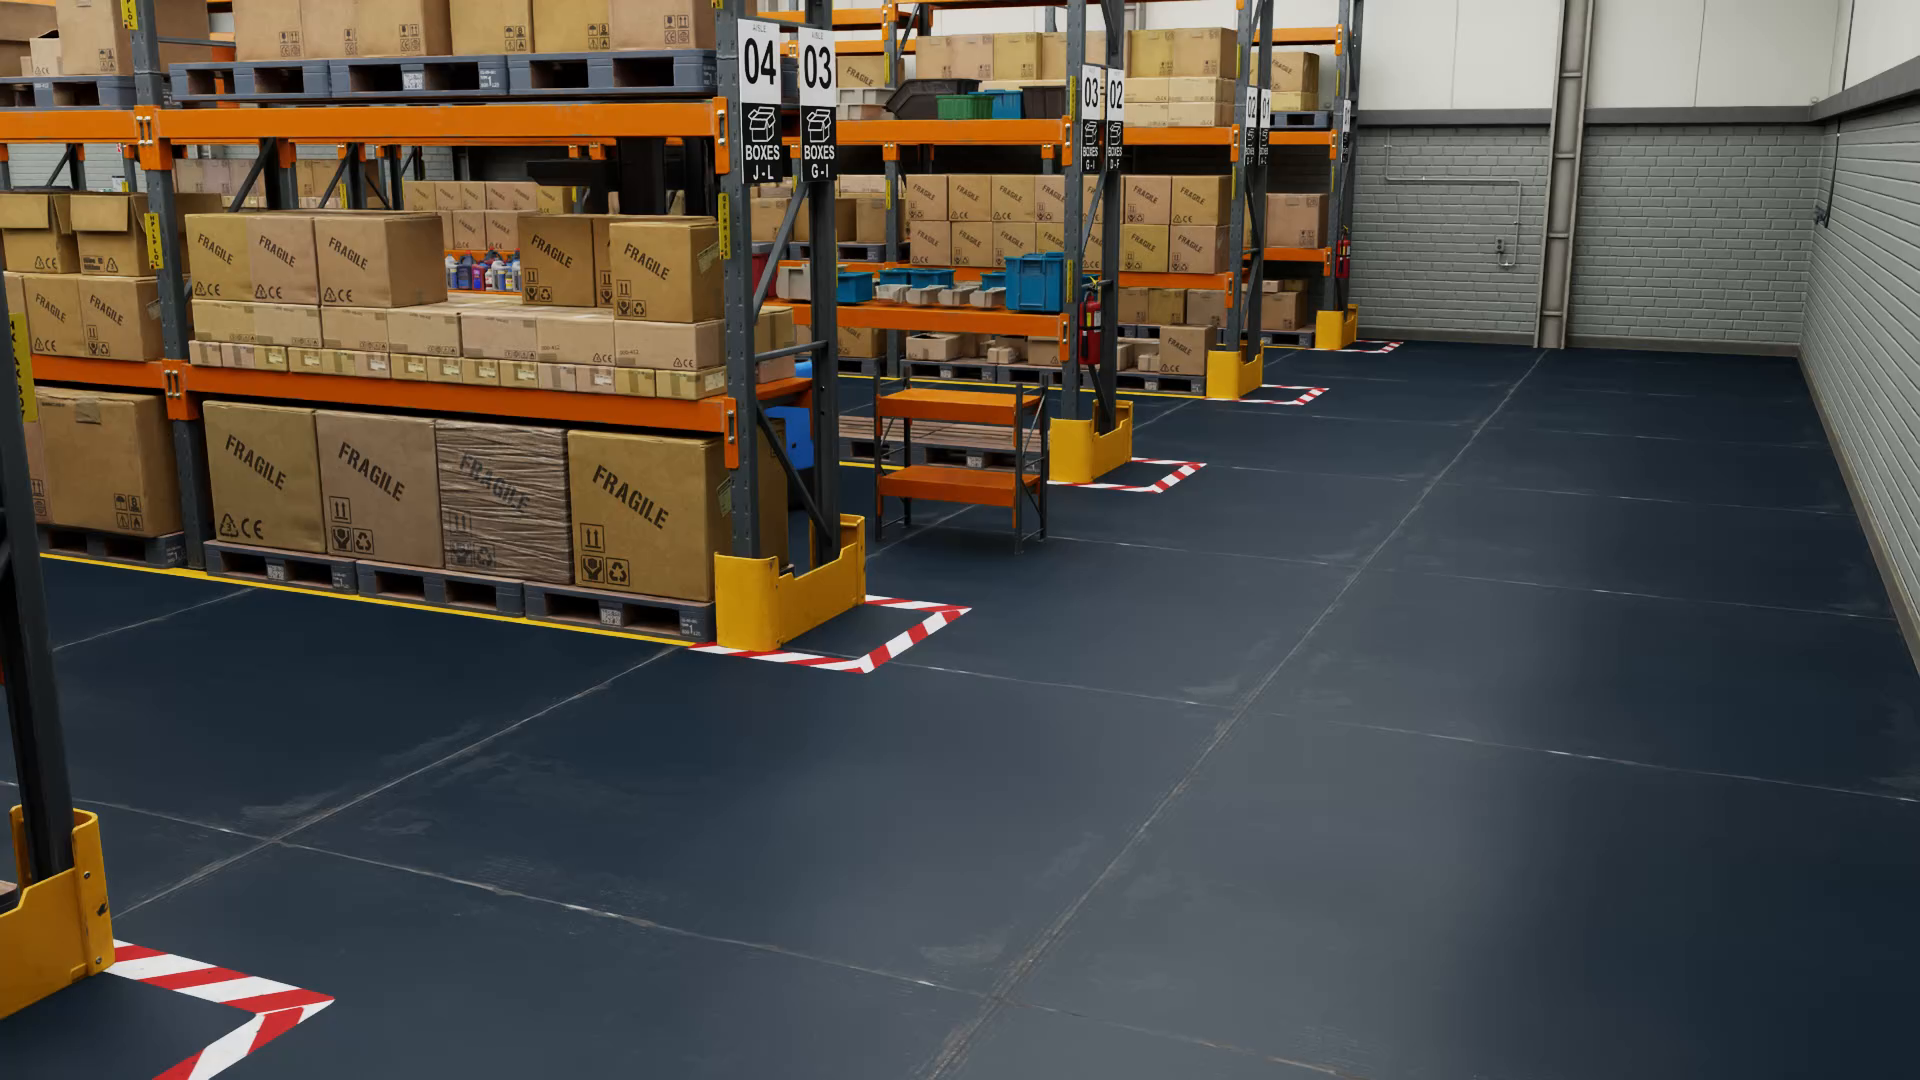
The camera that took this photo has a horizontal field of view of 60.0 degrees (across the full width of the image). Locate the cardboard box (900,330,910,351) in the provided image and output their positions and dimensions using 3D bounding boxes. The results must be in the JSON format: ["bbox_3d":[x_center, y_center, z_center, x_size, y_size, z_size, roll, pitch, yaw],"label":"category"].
[{"bbox_3d":[-0.931,-2.537,20.010,0.500,0.500,0.500,5,14,21],"label":"cardboard box"}]

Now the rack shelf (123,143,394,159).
[{"bbox_3d":[-9.731,-5.480,23.050,4.000,0.370,1.077,6,14,23],"label":"rack shelf"}]

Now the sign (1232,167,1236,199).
[{"bbox_3d":[2.826,-3.678,17.135,0.005,0.325,0.100,6,14,23],"label":"sign"}]

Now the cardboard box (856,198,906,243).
[{"bbox_3d":[-0.930,-3.788,19.694,0.500,0.500,0.700,1,13,4],"label":"cardboard box"}]

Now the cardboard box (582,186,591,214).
[{"bbox_3d":[-6.244,-5.608,27.233,0.500,0.500,0.500,5,14,22],"label":"cardboard box"}]

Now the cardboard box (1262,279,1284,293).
[{"bbox_3d":[4.201,-3.430,22.440,0.250,0.149,0.380,6,14,23],"label":"cardboard box"}]

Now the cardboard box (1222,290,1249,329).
[{"bbox_3d":[3.934,-3.187,22.823,0.500,0.500,0.700,6,14,23],"label":"cardboard box"}]

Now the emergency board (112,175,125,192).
[{"bbox_3d":[-16.296,-6.497,32.378,0.643,1.169,0.194,6,14,23],"label":"emergency board"}]

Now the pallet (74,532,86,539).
[{"bbox_3d":[-6.459,-0.186,11.586,1.213,0.211,1.003,6,14,23],"label":"pallet"}]

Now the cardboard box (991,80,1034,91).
[{"bbox_3d":[0.666,-4.884,18.169,0.500,0.250,0.500,6,14,23],"label":"cardboard box"}]

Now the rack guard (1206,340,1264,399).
[{"bbox_3d":[3.000,-1.864,18.105,0.348,0.500,1.175,6,14,23],"label":"rack guard"}]

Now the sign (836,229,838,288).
[{"bbox_3d":[-0.716,-1.581,9.357,0.005,0.325,0.100,6,14,23],"label":"sign"}]

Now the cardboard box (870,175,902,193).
[{"bbox_3d":[-0.981,-5.227,24.409,0.500,0.250,0.500,6,14,24],"label":"cardboard box"}]

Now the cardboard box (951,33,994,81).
[{"bbox_3d":[0.272,-5.327,18.418,0.500,0.500,0.700,6,14,23],"label":"cardboard box"}]

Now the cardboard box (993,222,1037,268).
[{"bbox_3d":[0.694,-3.295,18.514,0.500,0.500,0.500,6,14,23],"label":"cardboard box"}]

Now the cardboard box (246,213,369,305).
[{"bbox_3d":[-3.822,-1.668,9.831,0.500,0.500,0.500,6,14,23],"label":"cardboard box"}]

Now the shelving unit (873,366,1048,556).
[{"bbox_3d":[0.006,-0.547,11.124,1.048,1.125,0.538,6,14,23],"label":"shelving unit"}]

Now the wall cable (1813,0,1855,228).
[{"bbox_3d":[10.099,-4.920,19.322,0.112,2.526,3.097,6,14,23],"label":"wall cable"}]

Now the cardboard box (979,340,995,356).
[{"bbox_3d":[0.415,-2.255,19.576,0.250,0.149,0.380,6,14,23],"label":"cardboard box"}]

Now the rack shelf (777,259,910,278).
[{"bbox_3d":[-2.416,-3.279,20.238,4.000,0.370,1.077,6,14,23],"label":"rack shelf"}]

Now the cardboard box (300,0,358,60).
[{"bbox_3d":[-3.374,-3.027,9.666,0.500,0.500,0.700,7,15,26],"label":"cardboard box"}]

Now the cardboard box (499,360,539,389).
[{"bbox_3d":[-2.340,-0.941,9.251,0.250,0.149,0.380,5,14,22],"label":"cardboard box"}]

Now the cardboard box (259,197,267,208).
[{"bbox_3d":[-9.398,-4.647,22.855,0.250,0.149,0.380,6,15,25],"label":"cardboard box"}]

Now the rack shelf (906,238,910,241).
[{"bbox_3d":[-0.413,-4.314,24.649,4.000,0.370,1.077,6,14,23],"label":"rack shelf"}]

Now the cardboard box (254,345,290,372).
[{"bbox_3d":[-3.987,-1.108,9.960,0.250,0.149,0.380,6,15,25],"label":"cardboard box"}]

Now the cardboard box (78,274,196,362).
[{"bbox_3d":[-5.142,-1.410,10.481,0.500,0.500,0.500,6,14,23],"label":"cardboard box"}]

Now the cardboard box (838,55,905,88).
[{"bbox_3d":[-1.019,-5.268,19.218,0.600,0.600,0.600,4,14,18],"label":"cardboard box"}]

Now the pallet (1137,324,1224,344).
[{"bbox_3d":[3.198,-2.922,23.247,1.213,0.211,1.003,6,14,23],"label":"pallet"}]

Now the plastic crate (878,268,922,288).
[{"bbox_3d":[-0.511,-2.229,14.422,0.300,0.233,0.416,6,14,23],"label":"plastic crate"}]

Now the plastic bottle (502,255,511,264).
[{"bbox_3d":[-4.401,-2.627,16.140,0.133,0.283,0.061,6,14,23],"label":"plastic bottle"}]

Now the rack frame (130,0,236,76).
[{"bbox_3d":[-4.604,-4.296,9.865,0.127,3.000,1.000,6,14,23],"label":"rack frame"}]

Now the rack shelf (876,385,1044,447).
[{"bbox_3d":[0.006,-0.832,11.057,1.000,0.278,0.538,6,14,23],"label":"rack shelf"}]

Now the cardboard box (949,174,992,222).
[{"bbox_3d":[0.201,-3.830,18.602,0.500,0.500,0.500,5,14,21],"label":"cardboard box"}]

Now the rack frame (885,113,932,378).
[{"bbox_3d":[-0.588,-3.444,19.367,0.127,3.000,1.000,6,14,23],"label":"rack frame"}]

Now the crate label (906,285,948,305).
[{"bbox_3d":[-0.283,-2.029,13.781,0.243,0.136,0.396,6,14,23],"label":"crate label"}]

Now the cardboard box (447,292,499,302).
[{"bbox_3d":[-3.153,-1.367,10.190,0.500,0.250,0.500,6,15,24],"label":"cardboard box"}]

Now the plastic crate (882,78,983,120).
[{"bbox_3d":[-0.226,-3.669,13.894,0.767,0.338,0.504,6,14,23],"label":"plastic crate"}]

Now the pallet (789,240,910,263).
[{"bbox_3d":[-1.274,-3.448,19.801,1.213,0.211,1.003,6,14,23],"label":"pallet"}]

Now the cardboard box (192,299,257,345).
[{"bbox_3d":[-4.280,-1.349,10.116,0.500,0.250,0.500,5,14,22],"label":"cardboard box"}]

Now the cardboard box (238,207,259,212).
[{"bbox_3d":[-9.721,-4.415,23.284,0.500,0.500,0.700,6,15,25],"label":"cardboard box"}]

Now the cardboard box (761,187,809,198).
[{"bbox_3d":[-2.676,-5.154,25.470,0.500,0.500,0.700,4,14,17],"label":"cardboard box"}]

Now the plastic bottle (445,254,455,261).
[{"bbox_3d":[-5.047,-2.697,16.465,0.097,0.271,0.097,0,13,0],"label":"plastic bottle"}]

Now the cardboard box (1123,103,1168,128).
[{"bbox_3d":[2.040,-4.503,17.639,0.500,0.250,0.500,6,14,23],"label":"cardboard box"}]

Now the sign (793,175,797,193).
[{"bbox_3d":[-2.453,-5.260,24.745,0.005,0.325,0.100,6,14,23],"label":"sign"}]

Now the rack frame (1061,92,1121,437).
[{"bbox_3d":[1.060,-2.040,13.382,0.127,3.000,1.000,6,14,23],"label":"rack frame"}]

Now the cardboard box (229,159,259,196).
[{"bbox_3d":[-9.687,-5.044,23.125,0.500,0.500,0.700,6,14,23],"label":"cardboard box"}]

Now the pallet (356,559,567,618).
[{"bbox_3d":[-2.821,0.181,10.020,1.213,0.211,1.003,6,14,23],"label":"pallet"}]

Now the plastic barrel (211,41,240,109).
[{"bbox_3d":[-7.516,-4.631,16.920,0.708,0.830,0.600,6,14,23],"label":"plastic barrel"}]

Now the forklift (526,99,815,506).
[{"bbox_3d":[-2.489,-1.797,12.495,3.031,2.935,1.130,8,16,32],"label":"forklift"}]

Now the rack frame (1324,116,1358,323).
[{"bbox_3d":[5.072,-4.109,22.201,0.127,3.000,1.000,6,14,23],"label":"rack frame"}]

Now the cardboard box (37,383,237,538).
[{"bbox_3d":[-5.197,-0.601,10.980,0.875,0.875,1.225,6,14,23],"label":"cardboard box"}]

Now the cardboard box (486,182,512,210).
[{"bbox_3d":[-7.371,-5.594,27.173,0.500,0.500,0.500,5,14,22],"label":"cardboard box"}]

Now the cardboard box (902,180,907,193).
[{"bbox_3d":[-0.512,-5.181,24.213,0.500,0.250,0.500,5,14,22],"label":"cardboard box"}]

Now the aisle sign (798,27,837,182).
[{"bbox_3d":[-0.759,-2.327,8.915,0.004,0.787,0.394,6,14,23],"label":"aisle sign"}]

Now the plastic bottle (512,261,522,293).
[{"bbox_3d":[-4.007,-2.412,15.237,0.135,0.276,0.152,6,14,23],"label":"plastic bottle"}]

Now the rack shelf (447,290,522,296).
[{"bbox_3d":[-4.426,-2.245,15.830,4.000,0.370,1.077,6,14,23],"label":"rack shelf"}]
